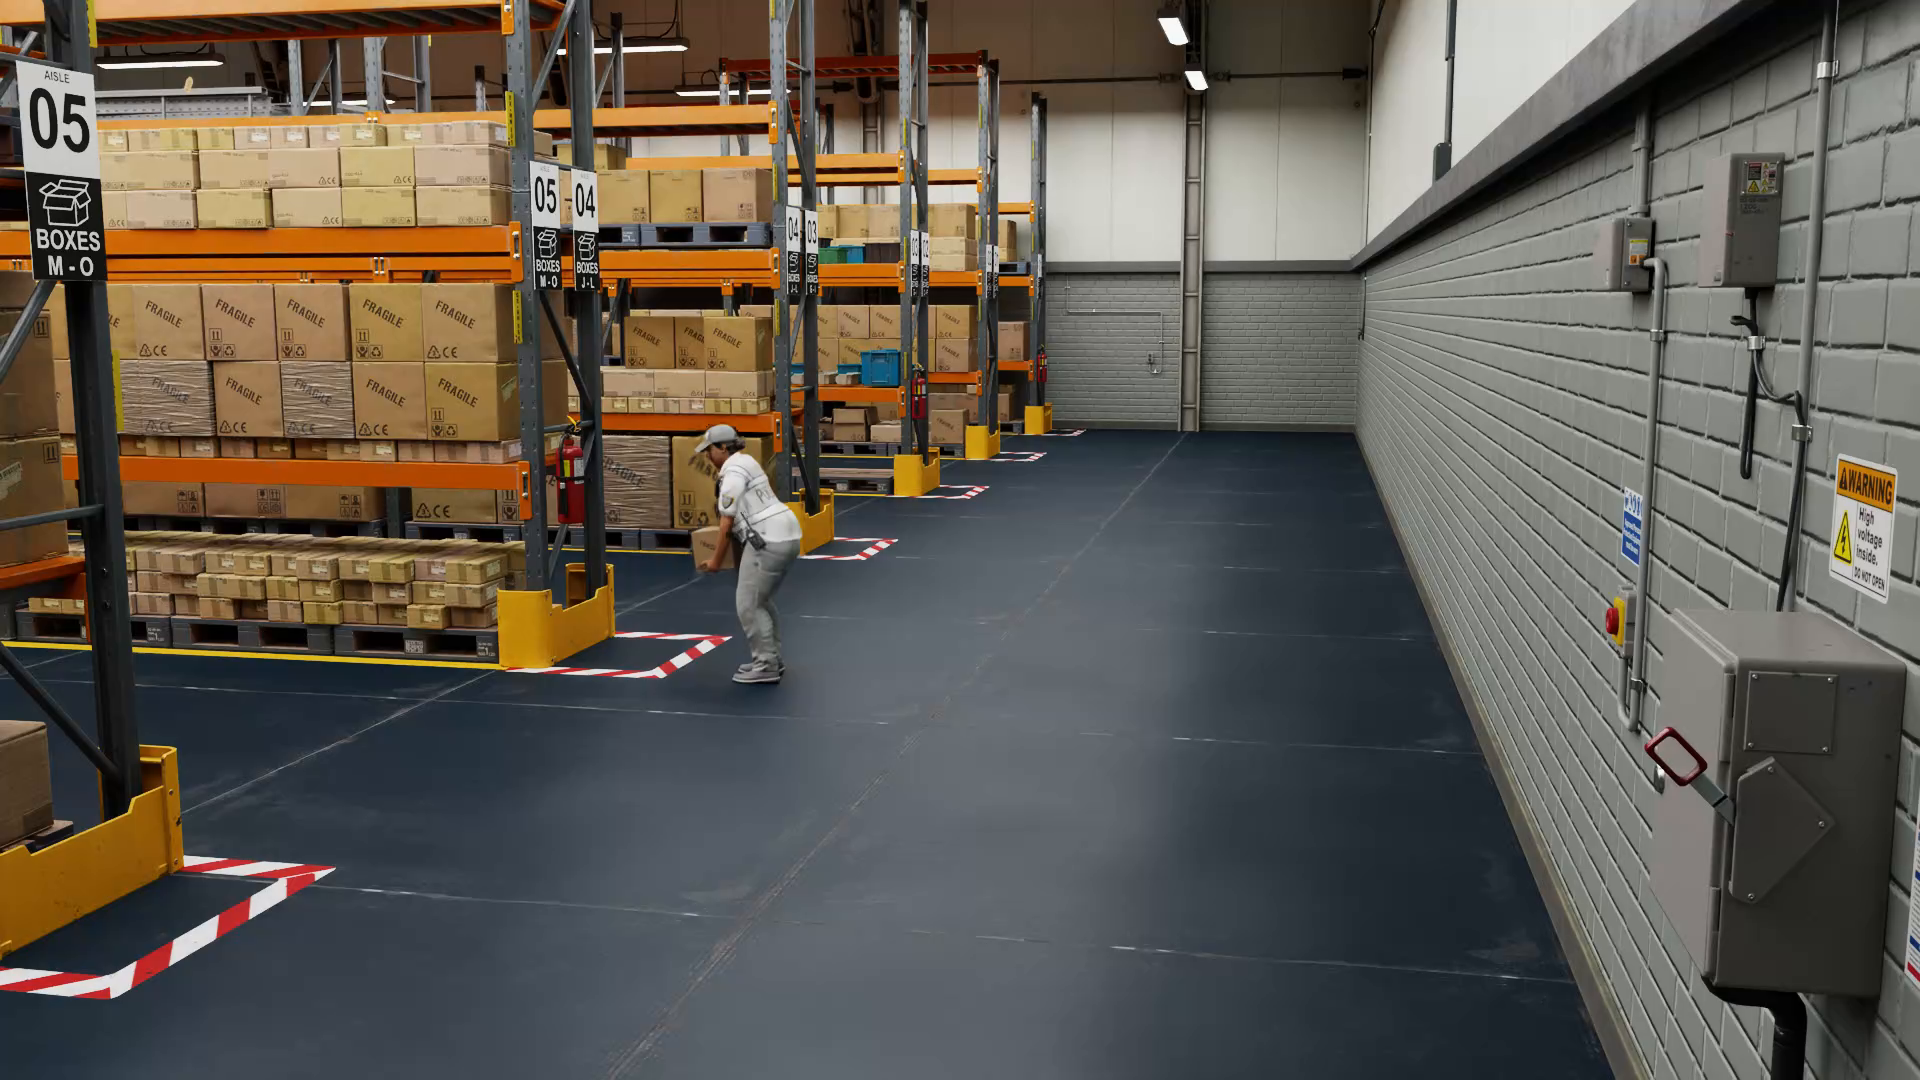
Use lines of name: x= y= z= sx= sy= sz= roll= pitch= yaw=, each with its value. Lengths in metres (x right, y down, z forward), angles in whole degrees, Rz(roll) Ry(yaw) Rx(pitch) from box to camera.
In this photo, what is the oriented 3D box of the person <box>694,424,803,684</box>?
person: x=-1.324 y=0.078 z=10.326 sx=0.633 sy=1.594 sz=0.452 roll=1 pitch=8 yaw=10
